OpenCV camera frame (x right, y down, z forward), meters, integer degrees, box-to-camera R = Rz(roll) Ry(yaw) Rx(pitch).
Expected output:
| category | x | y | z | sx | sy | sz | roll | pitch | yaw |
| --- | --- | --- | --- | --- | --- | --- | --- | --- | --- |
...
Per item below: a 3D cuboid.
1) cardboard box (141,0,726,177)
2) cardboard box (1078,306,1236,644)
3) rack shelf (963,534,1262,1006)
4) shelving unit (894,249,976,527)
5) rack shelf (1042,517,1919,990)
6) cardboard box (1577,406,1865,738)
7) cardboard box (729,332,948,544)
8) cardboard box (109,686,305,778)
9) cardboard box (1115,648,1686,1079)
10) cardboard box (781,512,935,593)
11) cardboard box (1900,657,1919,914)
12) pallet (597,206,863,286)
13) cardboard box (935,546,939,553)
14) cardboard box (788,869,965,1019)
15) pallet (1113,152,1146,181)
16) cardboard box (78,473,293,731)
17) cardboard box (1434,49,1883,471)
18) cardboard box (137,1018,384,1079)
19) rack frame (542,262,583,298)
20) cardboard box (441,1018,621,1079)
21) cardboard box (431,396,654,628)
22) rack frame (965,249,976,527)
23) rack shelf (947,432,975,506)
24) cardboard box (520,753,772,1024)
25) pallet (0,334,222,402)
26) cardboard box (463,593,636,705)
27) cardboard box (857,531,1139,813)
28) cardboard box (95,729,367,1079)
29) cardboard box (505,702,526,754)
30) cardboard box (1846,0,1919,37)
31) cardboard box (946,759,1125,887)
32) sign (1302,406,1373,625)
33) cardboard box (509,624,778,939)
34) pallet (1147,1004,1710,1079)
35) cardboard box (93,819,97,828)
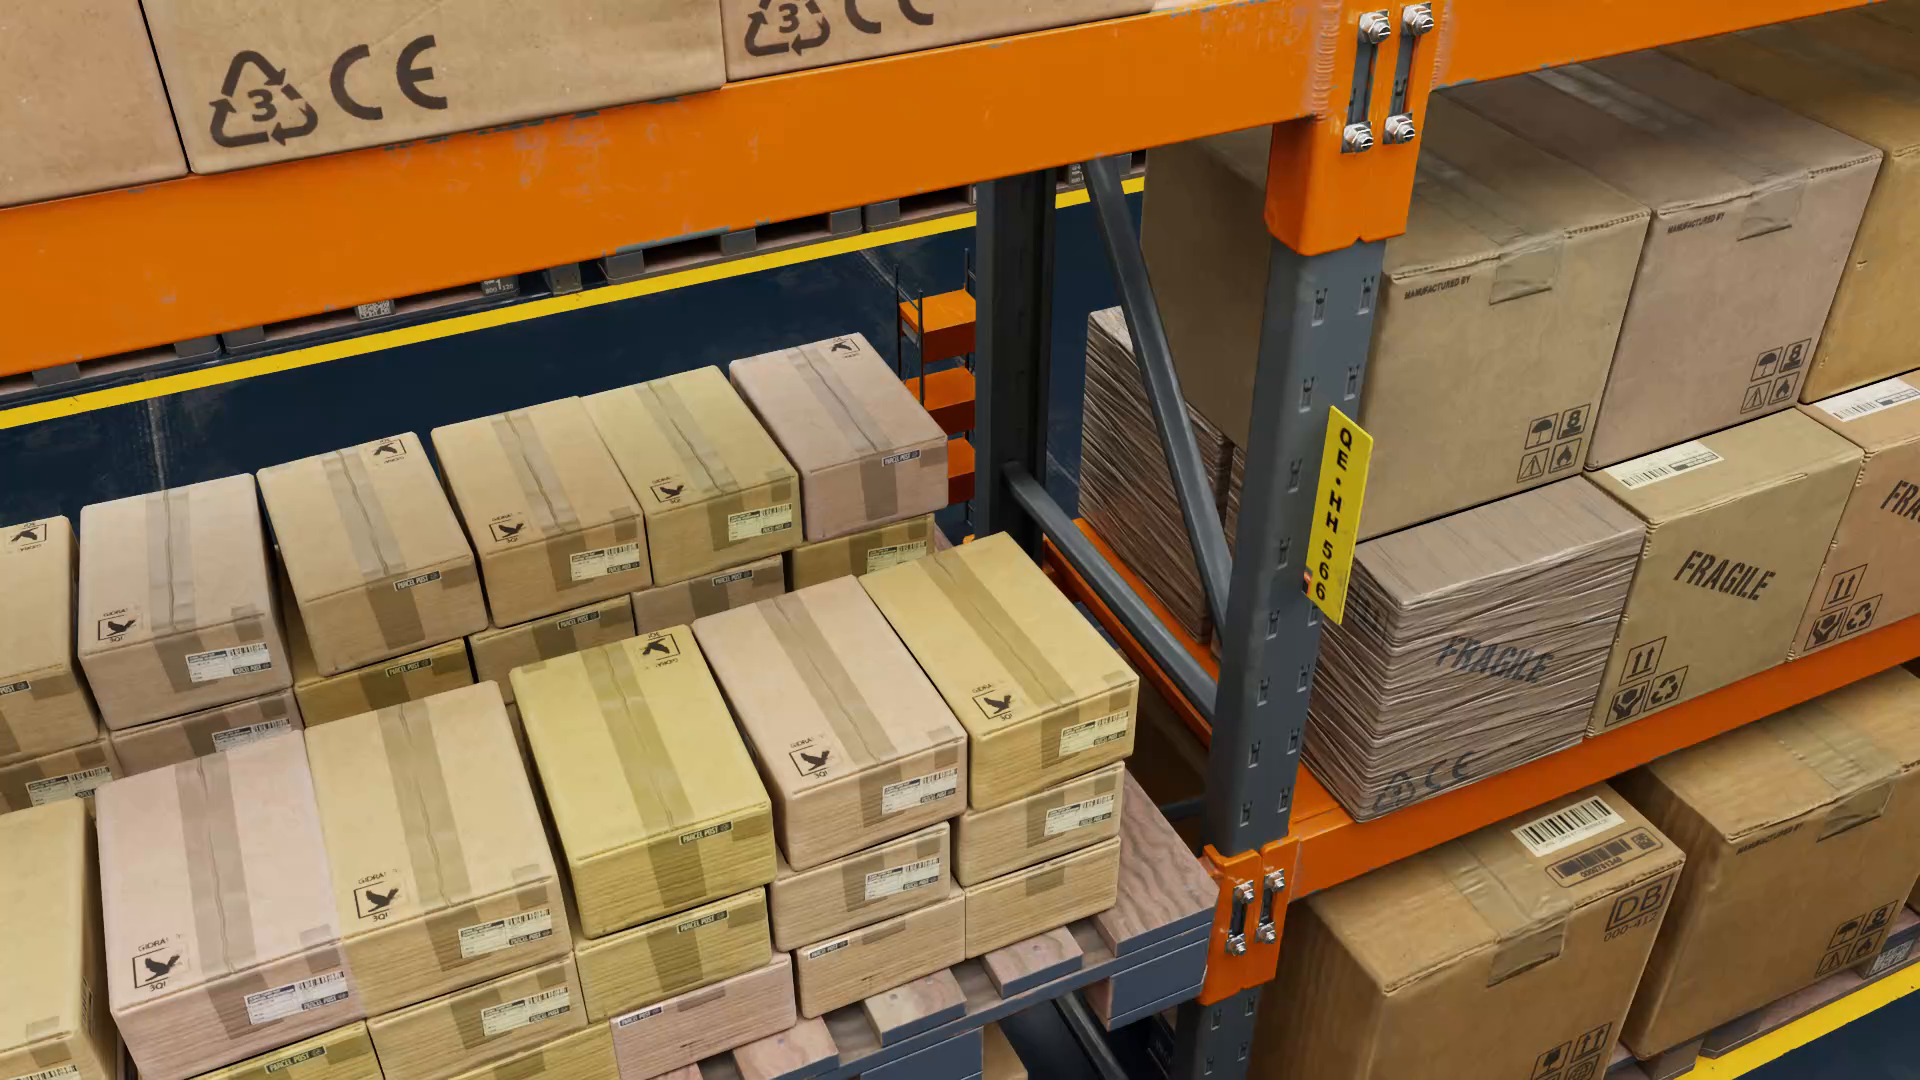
| category | x | y | z | sx | sy | sz | roll | pitch | yaw |
| --- | --- | --- | --- | --- | --- | --- | --- | --- | --- |
| cardboard box | -0.562 | -0.719 | 1.599 | 0.500 | 0.500 | 0.500 | -16 | 39 | -20 |
| cardboard box | 0.588 | -0.188 | 3.401 | 0.500 | 0.500 | 0.500 | -16 | 39 | -20 |
| rack shelf | -1.516 | 0.906 | 2.614 | 4.000 | 0.370 | 1.077 | -16 | 39 | -20 |
| shelving unit | -0.048 | -0.408 | 5.419 | 0.252 | 1.050 | 0.215 | -16 | 39 | -20 |
| rack shelf | 2.105 | -0.106 | 3.979 | 4.000 | 0.370 | 1.077 | -16 | 39 | -20 |
| cardboard box | 1.274 | -0.027 | 3.185 | 0.500 | 0.500 | 0.500 | -16 | 39 | -20 |
| cardboard box | -0.210 | -0.182 | 2.836 | 0.250 | 0.149 | 0.380 | -16 | 39 | -20 |
| cardboard box | -1.168 | 0.204 | 2.566 | 0.250 | 0.149 | 0.380 | -16 | 39 | -20 |
| cardboard box | 0.884 | 0.740 | 3.770 | 0.750 | 0.750 | 1.050 | -16 | 40 | -21 |
| cardboard box | -0.228 | -0.062 | 2.924 | 0.250 | 0.149 | 0.380 | -14 | 39 | -18 |
| cardboard box | 2.517 | 0.281 | 4.389 | 0.750 | 0.750 | 1.050 | -16 | 39 | -20 |
| pallet | -1.192 | -1.610 | 7.743 | 1.213 | 0.211 | 1.003 | -16 | 39 | -20 |
| cardboard box | -0.197 | 0.048 | 3.026 | 0.250 | 0.149 | 0.380 | -16 | 40 | -21 |
| cardboard box | -0.182 | 0.478 | 2.446 | 0.250 | 0.149 | 0.380 | -16 | 39 | -20 |
| pallet | 1.016 | -2.227 | 8.576 | 1.213 | 0.211 | 1.003 | -16 | 39 | -20 |
| cardboard box | -1.157 | 0.082 | 2.480 | 0.250 | 0.149 | 0.380 | -14 | 39 | -18 |
| cardboard box | 1.162 | -0.568 | 3.074 | 0.500 | 0.500 | 0.700 | -16 | 40 | -21 |
| cardboard box | -0.890 | 0.556 | 2.091 | 0.250 | 0.149 | 0.380 | -16 | 39 | -20 |
| rack frame | -1.900 | -2.533 | 6.647 | 0.127 | 3.000 | 1.000 | -16 | 39 | -20 |
| cardboard box | -0.642 | 0.605 | 2.275 | 0.250 | 0.149 | 0.380 | -16 | 40 | -21 |
| cardboard box | -0.672 | -0.054 | 2.664 | 0.250 | 0.149 | 0.380 | -16 | 39 | -20 |
| rack frame | 0.062 | -0.439 | 5.461 | 0.008 | 1.050 | 0.200 | -16 | 39 | -20 |
| rack shelf | -0.048 | -0.176 | 5.591 | 0.240 | 0.259 | 0.215 | -16 | 39 | -20 |
| cardboard box | -0.437 | 0.431 | 2.260 | 0.250 | 0.149 | 0.380 | -15 | 39 | -19 |
| pallet | -3.749 | -0.947 | 6.850 | 1.213 | 0.211 | 1.003 | -16 | 39 | -20 |
| cardboard box | -0.713 | 0.077 | 2.737 | 0.250 | 0.149 | 0.380 | -17 | 40 | -21 |
| cardboard box | 0.045 | 0.176 | 2.354 | 0.250 | 0.149 | 0.380 | -17 | 40 | -22 |
| cardboard box | -0.881 | 0.432 | 2.009 | 0.250 | 0.149 | 0.380 | -16 | 39 | -20 |
| cardboard box | -0.683 | 0.184 | 2.842 | 0.250 | 0.149 | 0.380 | -14 | 39 | -18 |
| cardboard box | 2.088 | -0.828 | 3.425 | 0.500 | 0.500 | 0.700 | -16 | 39 | -20 |
| cardboard box | 0.041 | 0.295 | 2.444 | 0.250 | 0.149 | 0.380 | -15 | 39 | -19 |
| sign | 0.533 | -0.032 | 2.369 | 0.005 | 0.325 | 0.100 | -16 | 39 | -20 |
| cardboard box | -0.420 | 0.304 | 2.181 | 0.250 | 0.149 | 0.380 | -14 | 39 | -19 |
| pallet | 1.040 | 1.072 | 4.127 | 1.213 | 0.211 | 1.003 | -16 | 39 | -20 |
| cardboard box | -1.396 | 0.385 | 2.572 | 0.250 | 0.149 | 0.380 | -15 | 39 | -19 |
